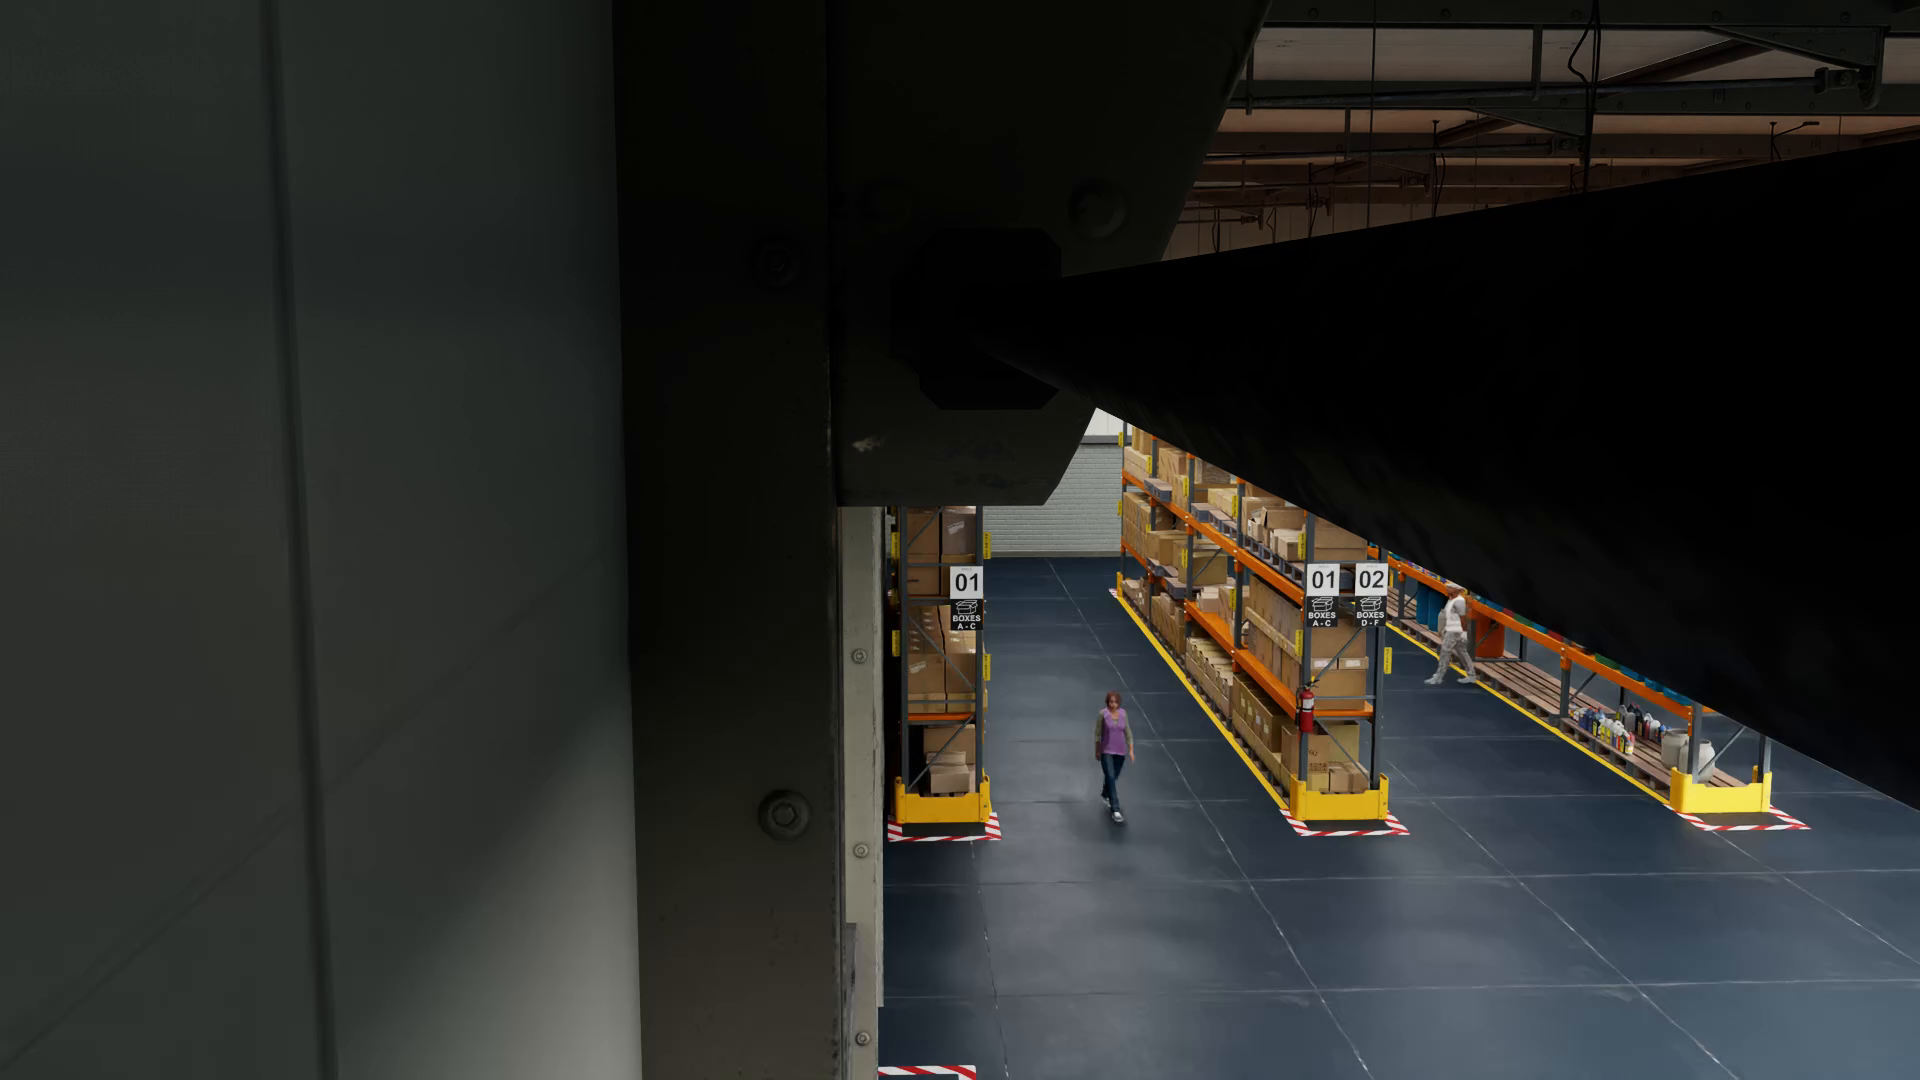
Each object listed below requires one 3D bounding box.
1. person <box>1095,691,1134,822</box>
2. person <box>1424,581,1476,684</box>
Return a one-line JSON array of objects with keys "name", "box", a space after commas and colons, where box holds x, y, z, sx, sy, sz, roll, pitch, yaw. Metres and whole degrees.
[{"name": "person", "box": [1.927, 2.645, 20.676, 0.434, 1.554, 0.880, -2, 8, -15]}, {"name": "person", "box": [8.295, 1.534, 27.966, 0.800, 1.772, 0.552, 4, 9, 28]}]
